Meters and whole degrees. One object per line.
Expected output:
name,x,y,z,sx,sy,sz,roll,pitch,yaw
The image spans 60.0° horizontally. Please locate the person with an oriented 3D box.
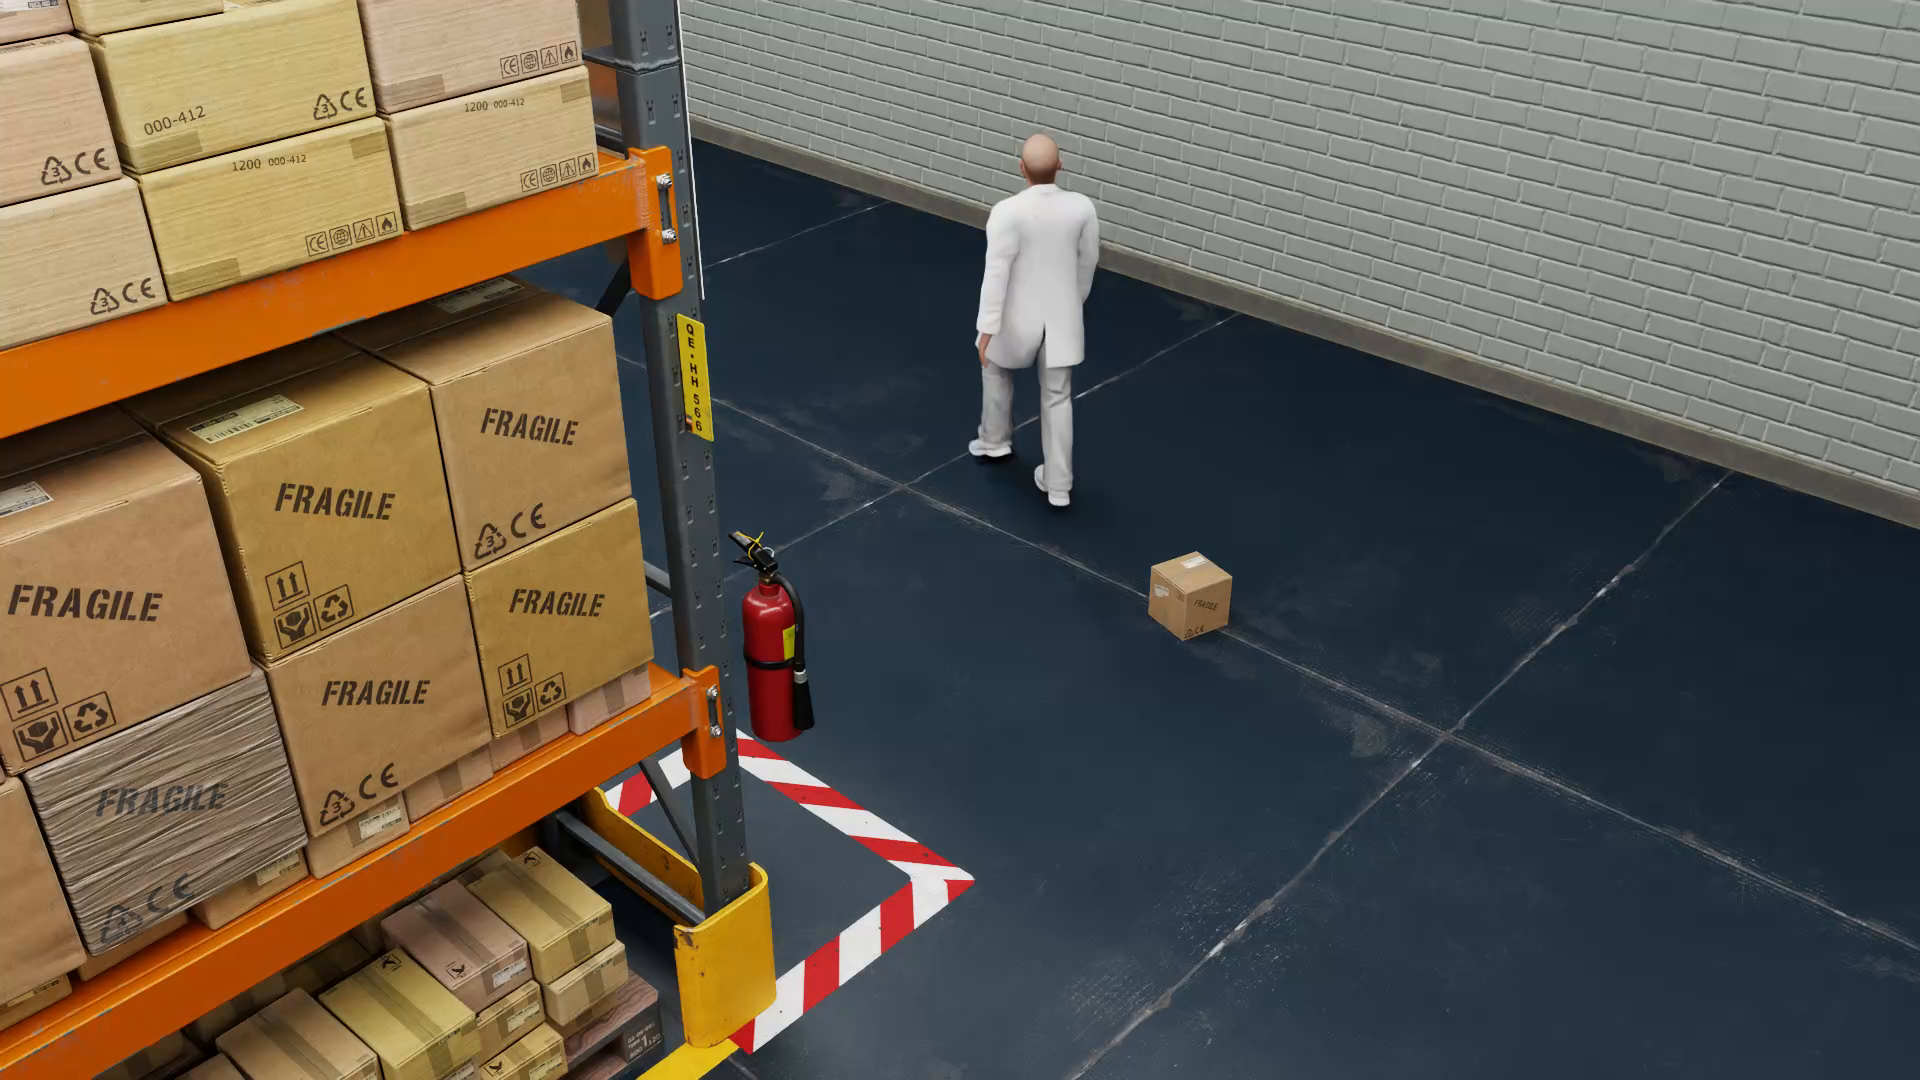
person,0.340,-1.070,7.945,0.630,1.810,0.859,-6,31,-10
